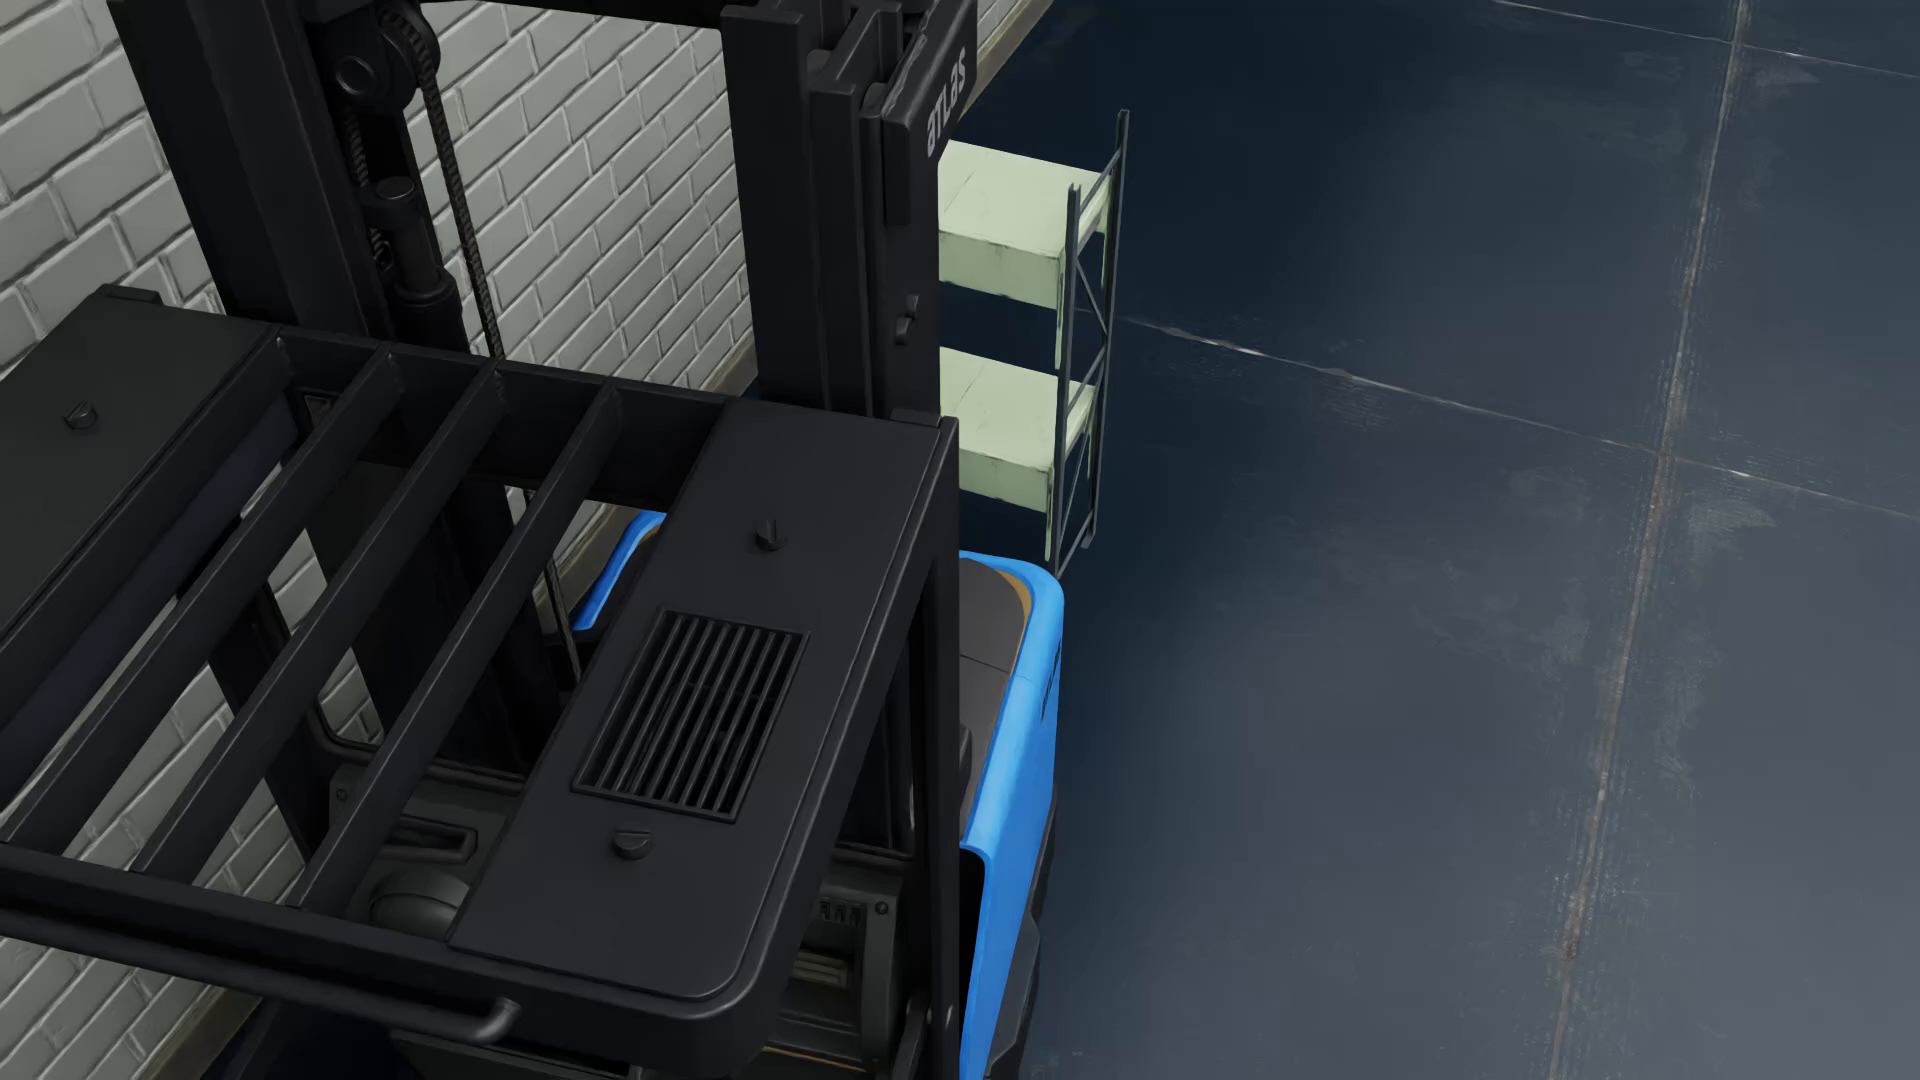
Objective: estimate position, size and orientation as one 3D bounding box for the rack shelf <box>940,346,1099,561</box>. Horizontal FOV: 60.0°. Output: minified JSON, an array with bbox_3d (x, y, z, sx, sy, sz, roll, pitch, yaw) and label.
[{"bbox_3d":[0.006,-0.299,4.949,0.720,0.370,0.431,16,47,16],"label":"rack shelf"}]

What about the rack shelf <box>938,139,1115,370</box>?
[{"bbox_3d":[0.006,-0.807,4.444,0.720,0.370,0.431,16,47,16],"label":"rack shelf"}]

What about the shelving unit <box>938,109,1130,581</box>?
[{"bbox_3d":[0.006,-0.530,4.719,0.755,1.500,0.431,16,47,16],"label":"shelving unit"}]

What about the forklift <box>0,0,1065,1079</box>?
[{"bbox_3d":[-0.598,0.711,2.457,1.130,2.935,3.031,10,46,10],"label":"forklift"}]

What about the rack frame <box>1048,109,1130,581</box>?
[{"bbox_3d":[0.344,-0.430,4.619,0.023,1.500,0.400,16,47,16],"label":"rack frame"}]
